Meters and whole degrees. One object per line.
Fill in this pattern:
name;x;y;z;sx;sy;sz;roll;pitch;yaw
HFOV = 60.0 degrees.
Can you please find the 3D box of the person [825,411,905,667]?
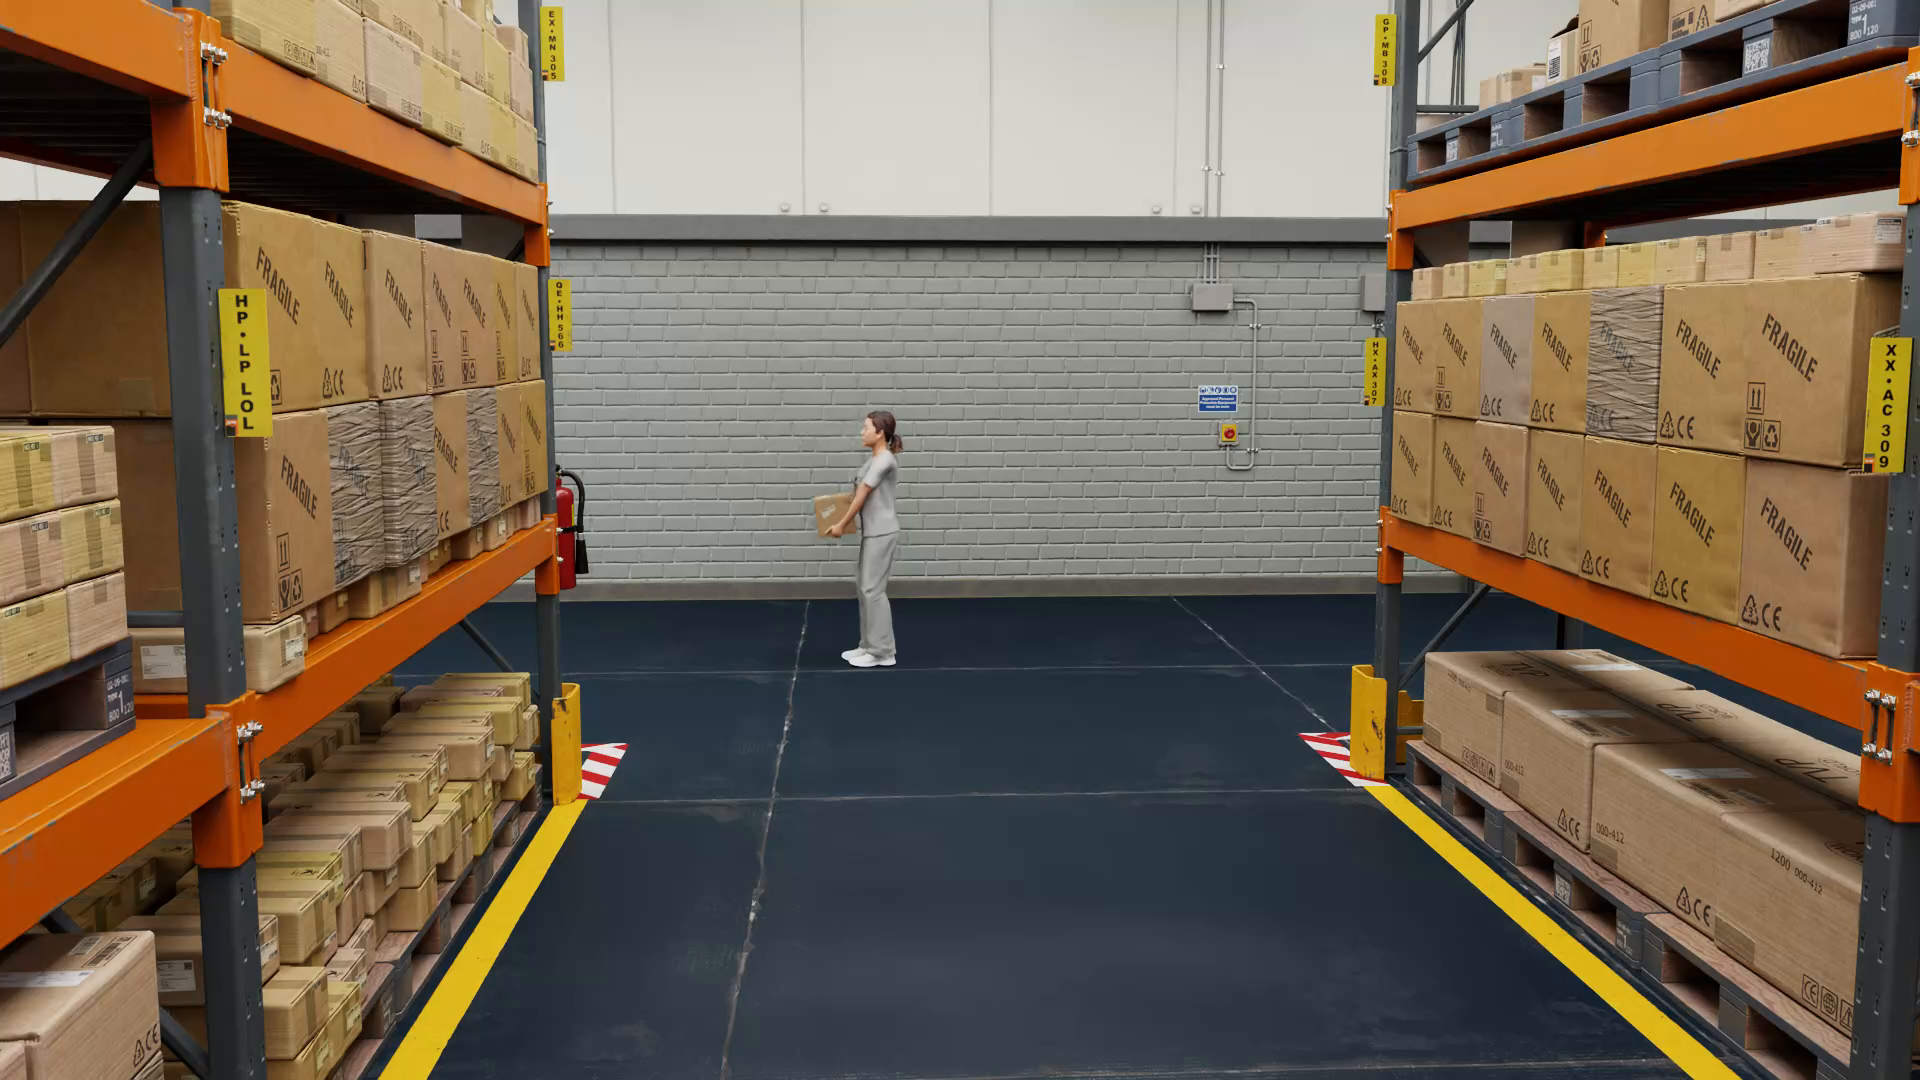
person;-0.622;-0.011;10.900;0.525;1.668;0.409;-1;7;-5
